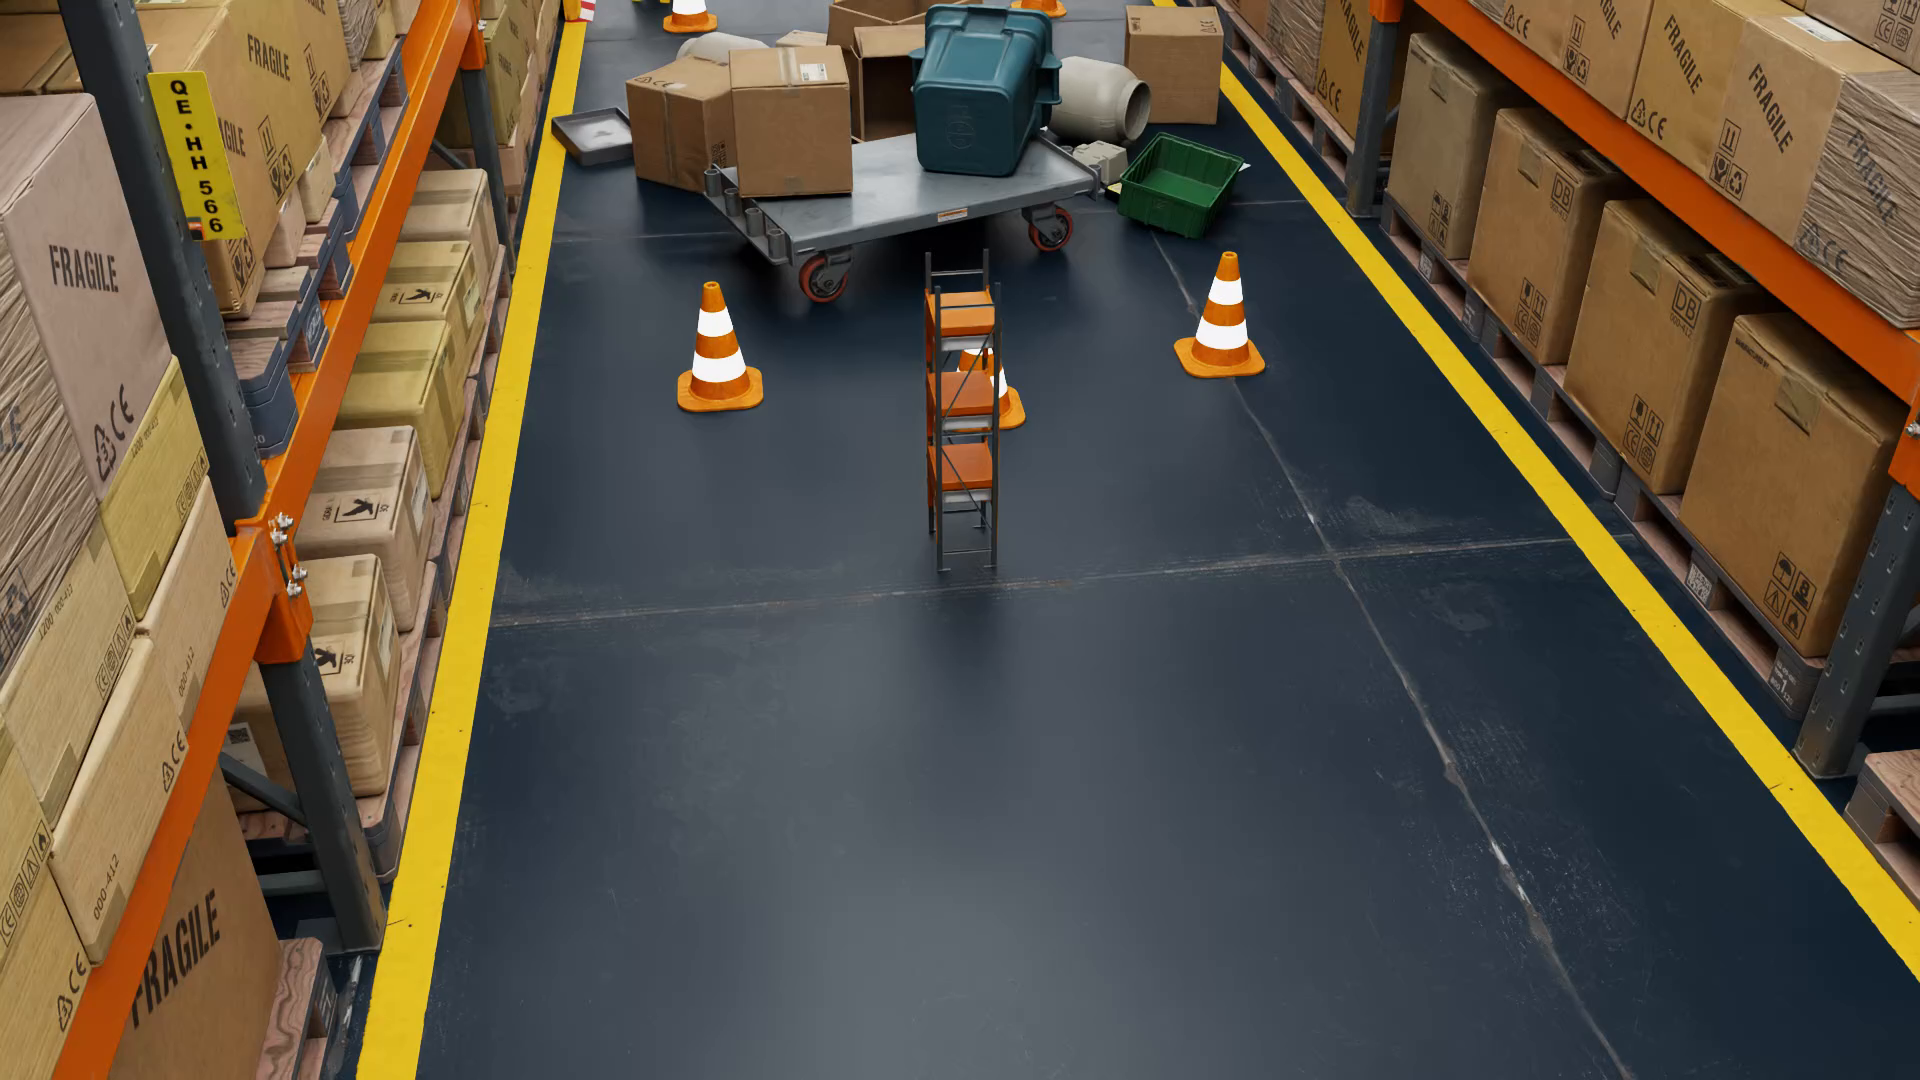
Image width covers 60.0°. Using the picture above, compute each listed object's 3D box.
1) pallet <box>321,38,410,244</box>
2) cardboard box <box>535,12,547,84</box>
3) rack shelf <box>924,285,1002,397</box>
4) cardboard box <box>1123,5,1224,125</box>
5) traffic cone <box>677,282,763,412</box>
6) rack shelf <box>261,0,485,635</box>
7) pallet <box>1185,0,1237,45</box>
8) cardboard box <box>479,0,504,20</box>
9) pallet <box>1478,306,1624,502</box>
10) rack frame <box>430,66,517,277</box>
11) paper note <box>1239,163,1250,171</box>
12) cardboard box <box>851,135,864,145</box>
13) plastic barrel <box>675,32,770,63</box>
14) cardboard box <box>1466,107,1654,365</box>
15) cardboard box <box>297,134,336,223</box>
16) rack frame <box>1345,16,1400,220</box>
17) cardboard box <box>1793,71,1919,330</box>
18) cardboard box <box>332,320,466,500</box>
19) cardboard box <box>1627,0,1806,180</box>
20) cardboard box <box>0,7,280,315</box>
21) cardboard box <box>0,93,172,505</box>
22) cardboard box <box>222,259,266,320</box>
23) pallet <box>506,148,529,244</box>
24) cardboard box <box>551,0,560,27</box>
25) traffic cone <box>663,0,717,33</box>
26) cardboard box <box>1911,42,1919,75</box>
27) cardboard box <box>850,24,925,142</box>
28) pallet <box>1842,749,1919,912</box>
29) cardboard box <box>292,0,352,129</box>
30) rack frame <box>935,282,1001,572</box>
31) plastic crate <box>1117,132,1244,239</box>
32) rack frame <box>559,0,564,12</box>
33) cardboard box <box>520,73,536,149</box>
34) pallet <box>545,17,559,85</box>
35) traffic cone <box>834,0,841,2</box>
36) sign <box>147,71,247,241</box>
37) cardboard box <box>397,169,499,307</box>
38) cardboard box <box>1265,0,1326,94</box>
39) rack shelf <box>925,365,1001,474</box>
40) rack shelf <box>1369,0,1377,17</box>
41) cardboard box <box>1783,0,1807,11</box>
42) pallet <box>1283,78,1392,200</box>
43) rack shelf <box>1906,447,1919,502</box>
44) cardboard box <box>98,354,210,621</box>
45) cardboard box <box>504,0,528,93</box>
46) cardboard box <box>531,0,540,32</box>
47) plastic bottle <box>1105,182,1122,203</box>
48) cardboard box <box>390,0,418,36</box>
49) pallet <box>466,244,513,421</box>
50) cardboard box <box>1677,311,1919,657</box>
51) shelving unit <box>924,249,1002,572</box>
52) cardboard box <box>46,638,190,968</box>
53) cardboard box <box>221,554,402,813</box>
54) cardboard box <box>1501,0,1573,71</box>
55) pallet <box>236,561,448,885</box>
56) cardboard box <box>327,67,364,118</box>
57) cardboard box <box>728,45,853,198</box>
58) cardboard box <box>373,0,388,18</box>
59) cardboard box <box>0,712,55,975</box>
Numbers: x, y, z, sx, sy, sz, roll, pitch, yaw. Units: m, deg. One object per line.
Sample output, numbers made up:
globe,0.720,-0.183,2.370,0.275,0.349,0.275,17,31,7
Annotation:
pallet,-2.278,-1.212,5.036,1.003,0.211,1.213,-4,35,-6
cardboard box,-2.534,-2.680,9.087,0.500,0.250,0.500,-6,35,-8
rack shelf,0.007,-0.630,5.257,0.215,0.259,0.240,-4,35,-6
cardboard box,1.157,-2.610,9.134,0.500,0.500,0.500,1,34,2
traffic cone,-0.955,-0.788,6.495,0.336,0.463,0.334,-4,35,-6
rack shelf,-2.240,-1.009,5.206,1.077,0.370,4.000,-4,35,-6
pallet,2.030,-3.493,10.688,1.003,0.211,1.213,-4,35,-6
cardboard box,-2.278,-2.462,7.525,0.380,0.149,0.250,-4,34,-6
pallet,2.728,-0.594,6.434,1.003,0.211,1.213,-4,35,-6
rack frame,-2.509,-2.422,6.641,1.000,3.000,0.127,-4,35,-6
paper note,1.395,-1.934,8.560,0.142,0.020,0.147,27,43,34
cardboard box,-0.492,-1.910,8.316,0.396,0.266,0.258,27,43,34
plastic barrel,-1.269,-2.552,9.119,0.512,0.421,0.421,20,39,26
cardboard box,2.681,-1.219,6.500,1.050,0.750,0.750,-4,35,-6
cardboard box,-1.843,-0.927,4.297,0.380,0.149,0.250,-4,34,-6
rack frame,2.382,-2.854,7.274,1.000,3.000,0.127,-4,35,-6
cardboard box,2.594,-0.894,4.309,0.500,0.500,0.500,-4,35,-6
cardboard box,-2.241,-0.429,5.676,0.950,0.372,0.625,-3,34,-5
cardboard box,2.461,-1.451,5.127,0.500,0.500,0.500,-5,35,-7
cardboard box,-1.802,-0.797,3.529,0.500,0.500,0.500,-5,35,-8
cardboard box,-1.642,-0.376,2.661,0.500,0.500,0.500,-5,35,-8
cardboard box,-1.835,-0.616,3.840,0.380,0.149,0.250,-6,35,-9
pallet,-2.634,-1.642,7.972,1.003,0.211,1.213,-4,35,-6
cardboard box,-2.668,-3.248,9.921,0.500,0.250,0.500,-5,35,-7
traffic cone,-1.711,-3.464,10.422,0.336,0.463,0.334,-4,35,-6
cardboard box,2.870,-1.327,4.057,0.700,0.500,0.500,-5,35,-7
cardboard box,-0.168,-2.369,8.659,0.797,0.637,0.503,-4,35,-6
pallet,3.024,0.967,4.144,1.003,0.211,1.213,-4,35,-6
cardboard box,-1.957,-1.383,4.389,0.500,0.500,0.500,-4,34,-6
rack frame,0.024,-0.336,5.311,0.200,1.050,0.008,-4,35,-6
plastic crate,1.061,-1.713,8.046,0.450,0.188,0.662,21,39,12
rack frame,-3.047,-4.654,9.916,1.000,3.000,0.127,-4,35,-6
cardboard box,-2.404,-2.106,8.246,0.500,0.250,0.500,-3,34,-4
pallet,-2.963,-3.004,9.970,1.003,0.211,1.213,-4,35,-6
traffic cone,-0.657,-3.738,10.824,0.336,0.463,0.334,-4,35,-6
sign,-1.421,-0.712,3.104,0.100,0.325,0.005,-4,35,-6
cardboard box,-2.436,-1.217,6.833,0.950,0.372,0.625,-4,34,-6
cardboard box,2.242,-3.008,9.014,0.875,0.875,0.875,-4,34,-6
rack shelf,0.007,-0.395,5.416,0.215,0.259,0.240,-4,35,-6
rack shelf,2.113,-3.672,9.114,1.077,0.370,4.000,-4,35,-6
cardboard box,2.729,-1.895,4.891,0.700,0.500,0.500,-5,35,-7
pallet,2.358,-2.132,8.690,1.003,0.211,1.213,-4,35,-6
rack shelf,3.189,0.792,2.563,1.077,0.370,4.000,-4,35,-6
cardboard box,-1.654,-0.084,2.898,0.500,0.250,0.500,-4,35,-7
cardboard box,-2.404,-2.417,8.036,0.500,0.500,0.500,-3,34,-4
cardboard box,-2.546,-3.001,8.893,0.500,0.500,0.500,-5,35,-7
plastic bottle,0.850,-1.679,8.160,0.133,0.061,0.283,-24,41,-30
cardboard box,-2.040,-1.794,5.569,0.380,0.149,0.250,-4,34,-6
pallet,-2.403,-0.836,6.789,1.003,0.211,1.213,-4,35,-6
cardboard box,2.928,-0.212,5.022,1.050,0.750,0.750,-5,35,-7
shelving unit,0.007,-0.404,5.411,0.215,1.050,0.252,-4,35,-6
cardboard box,-1.561,0.418,2.606,0.500,0.250,0.500,-4,34,-6
cardboard box,-2.037,0.406,4.451,0.950,0.372,0.625,-7,35,-10
cardboard box,2.320,-2.020,5.962,0.500,0.500,0.500,-5,35,-7
pallet,-2.075,0.526,4.791,1.003,0.211,1.213,-4,35,-6
cardboard box,-2.000,-1.361,4.934,0.380,0.149,0.250,-3,34,-5
cardboard box,-0.749,-1.854,7.354,0.500,0.500,0.500,-4,35,-6
cardboard box,-2.088,-1.955,5.229,0.500,0.500,0.500,-3,34,-5
cardboard box,-1.492,0.486,2.062,0.500,0.250,0.500,-5,35,-8
